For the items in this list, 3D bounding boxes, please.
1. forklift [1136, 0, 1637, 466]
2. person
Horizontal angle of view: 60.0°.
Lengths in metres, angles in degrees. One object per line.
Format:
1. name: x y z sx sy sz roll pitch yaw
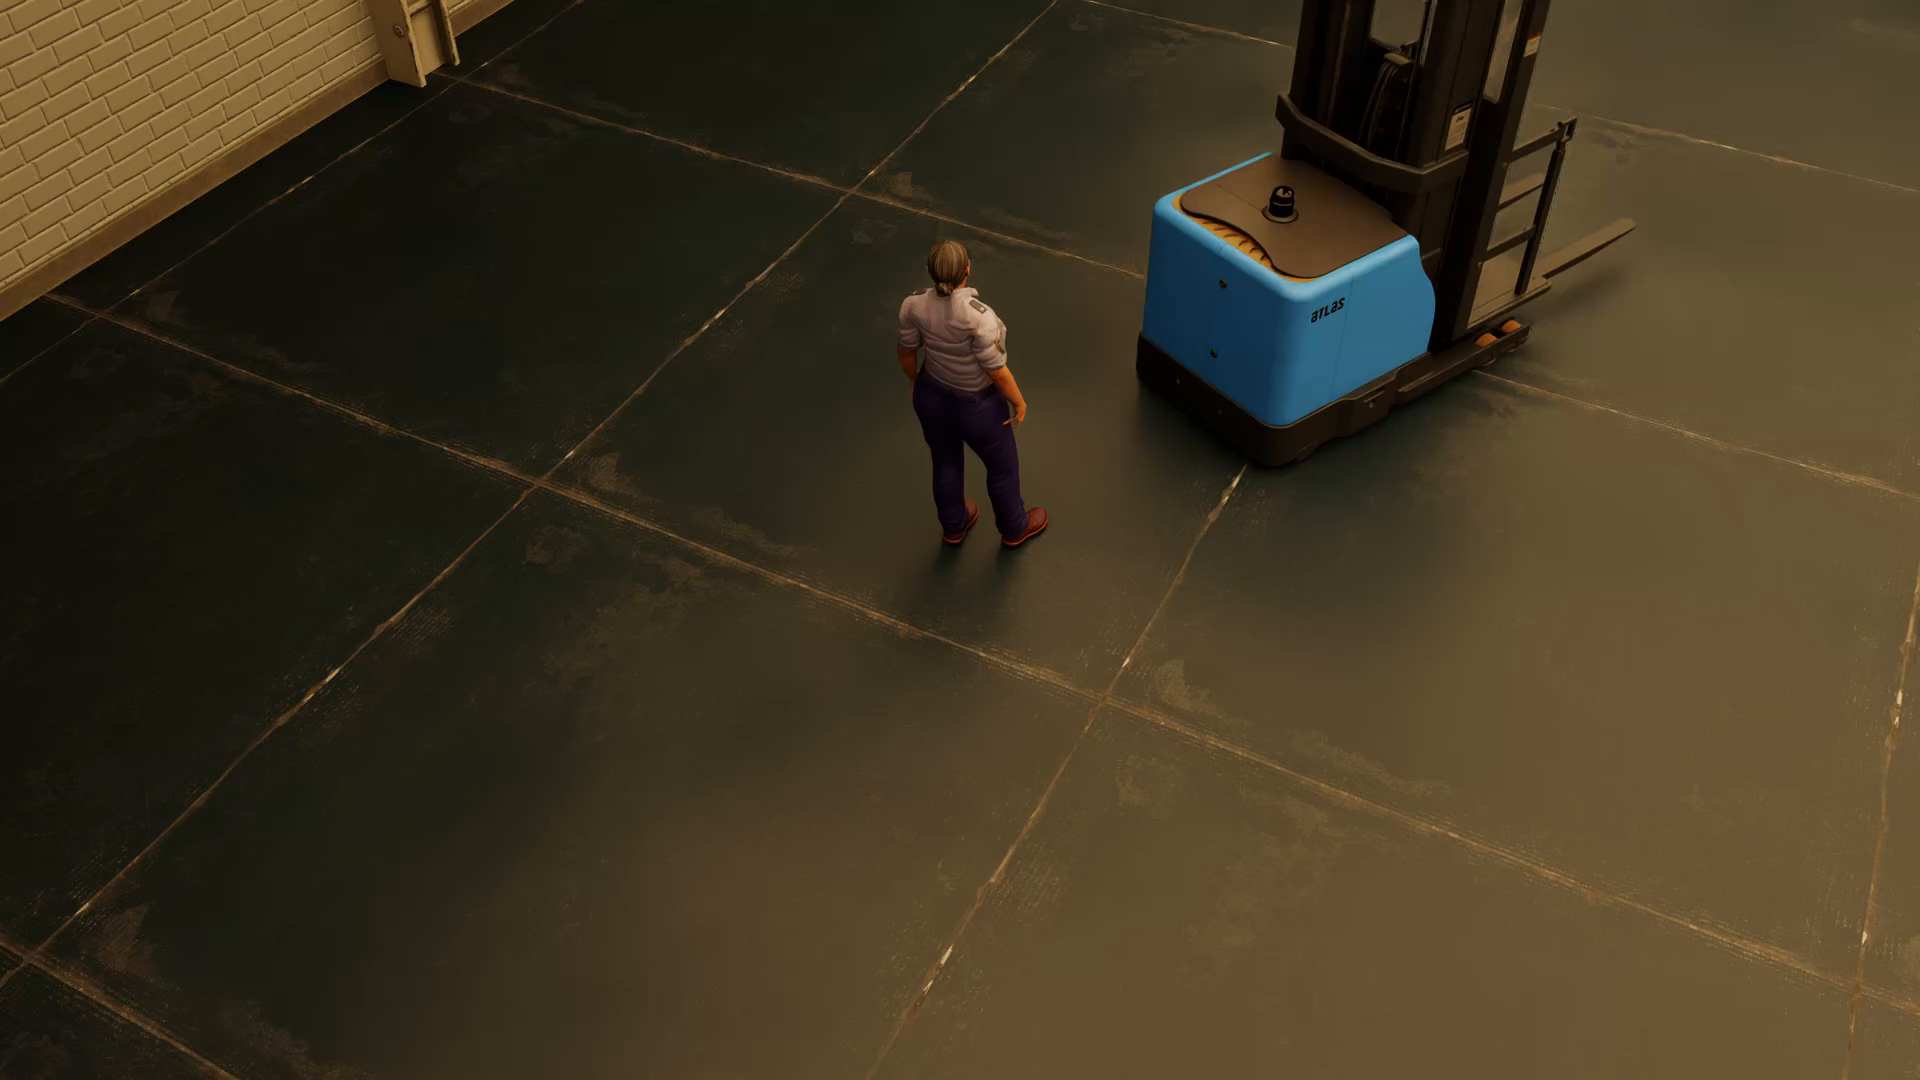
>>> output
1. forklift: 2.399 -2.251 8.043 3.031 2.935 1.130 -27 50 -26
2. person: 0.062 -0.652 7.272 0.598 1.651 0.502 20 47 20
